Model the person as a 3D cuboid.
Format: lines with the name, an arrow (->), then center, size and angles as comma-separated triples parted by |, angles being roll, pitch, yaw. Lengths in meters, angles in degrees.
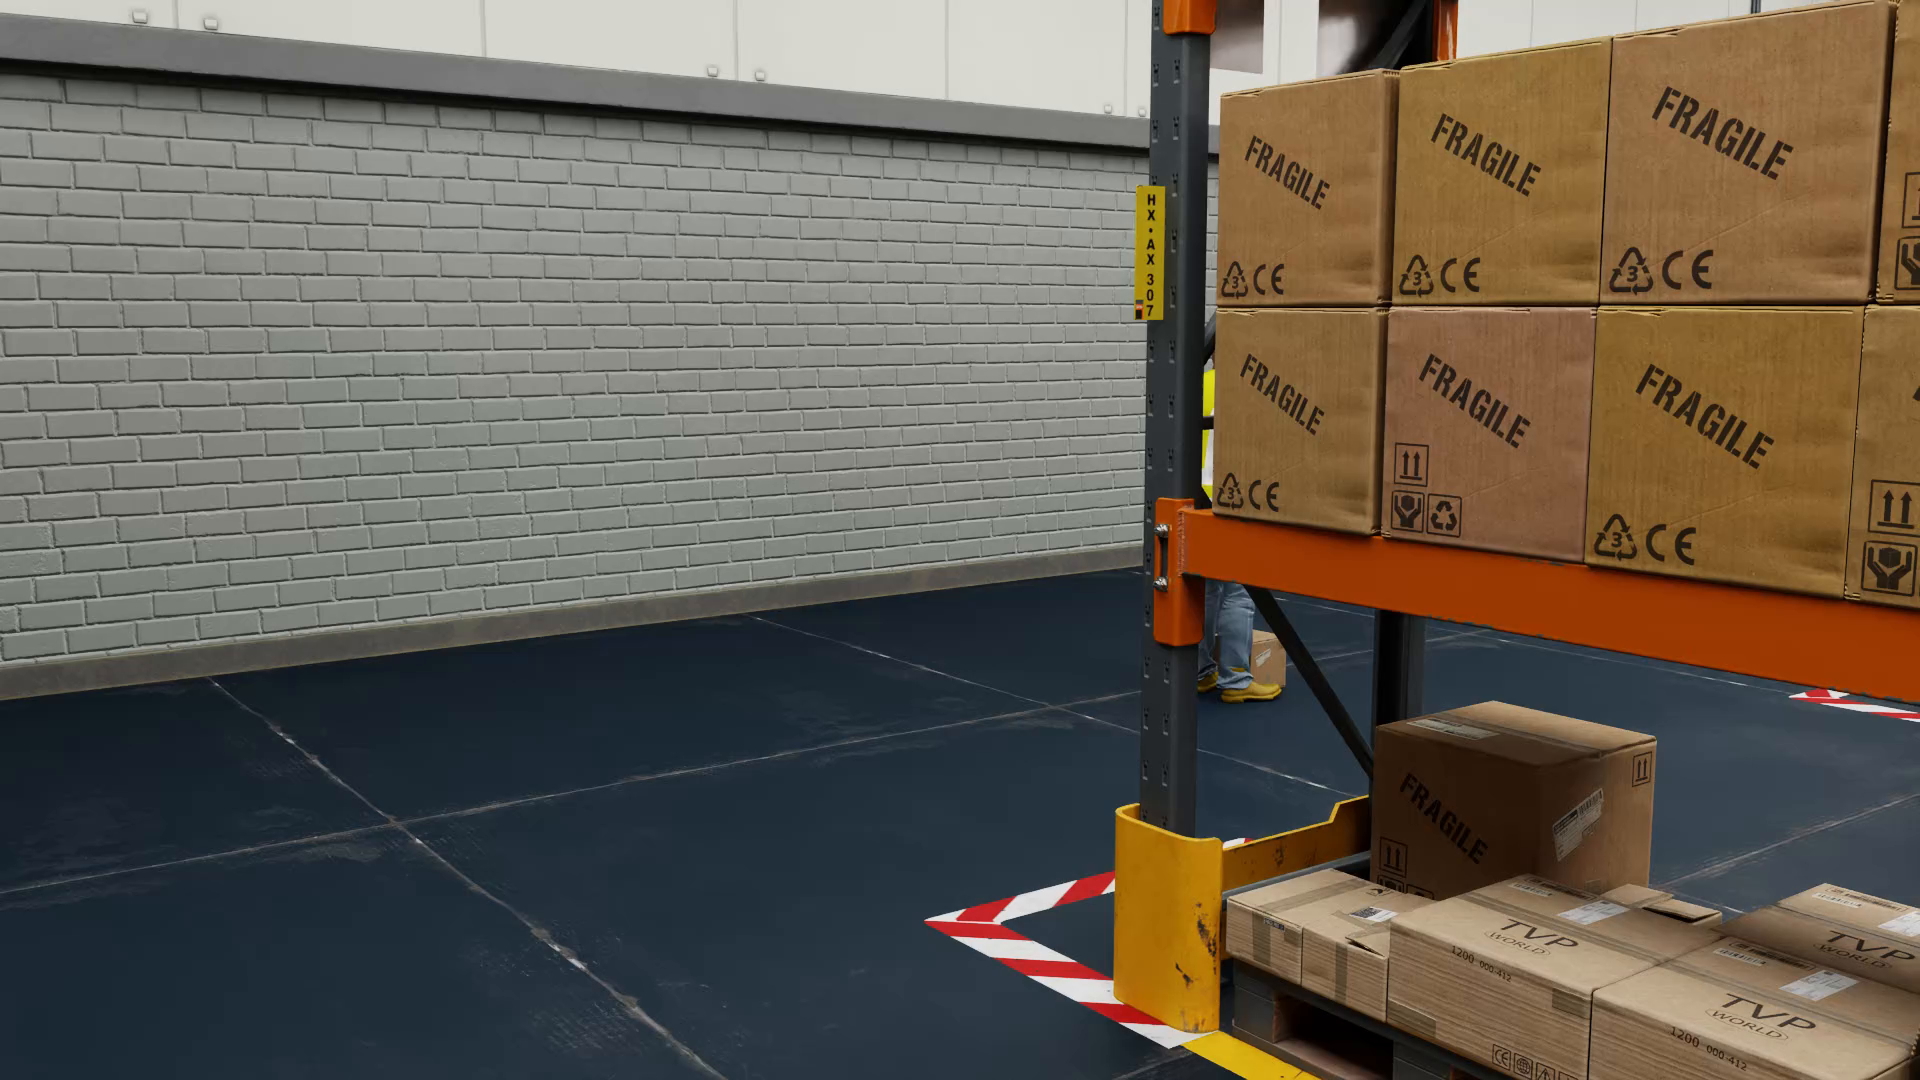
person -> 1.225, -0.144, 7.798 | 0.460, 1.761, 0.627 | -6, 10, -36
